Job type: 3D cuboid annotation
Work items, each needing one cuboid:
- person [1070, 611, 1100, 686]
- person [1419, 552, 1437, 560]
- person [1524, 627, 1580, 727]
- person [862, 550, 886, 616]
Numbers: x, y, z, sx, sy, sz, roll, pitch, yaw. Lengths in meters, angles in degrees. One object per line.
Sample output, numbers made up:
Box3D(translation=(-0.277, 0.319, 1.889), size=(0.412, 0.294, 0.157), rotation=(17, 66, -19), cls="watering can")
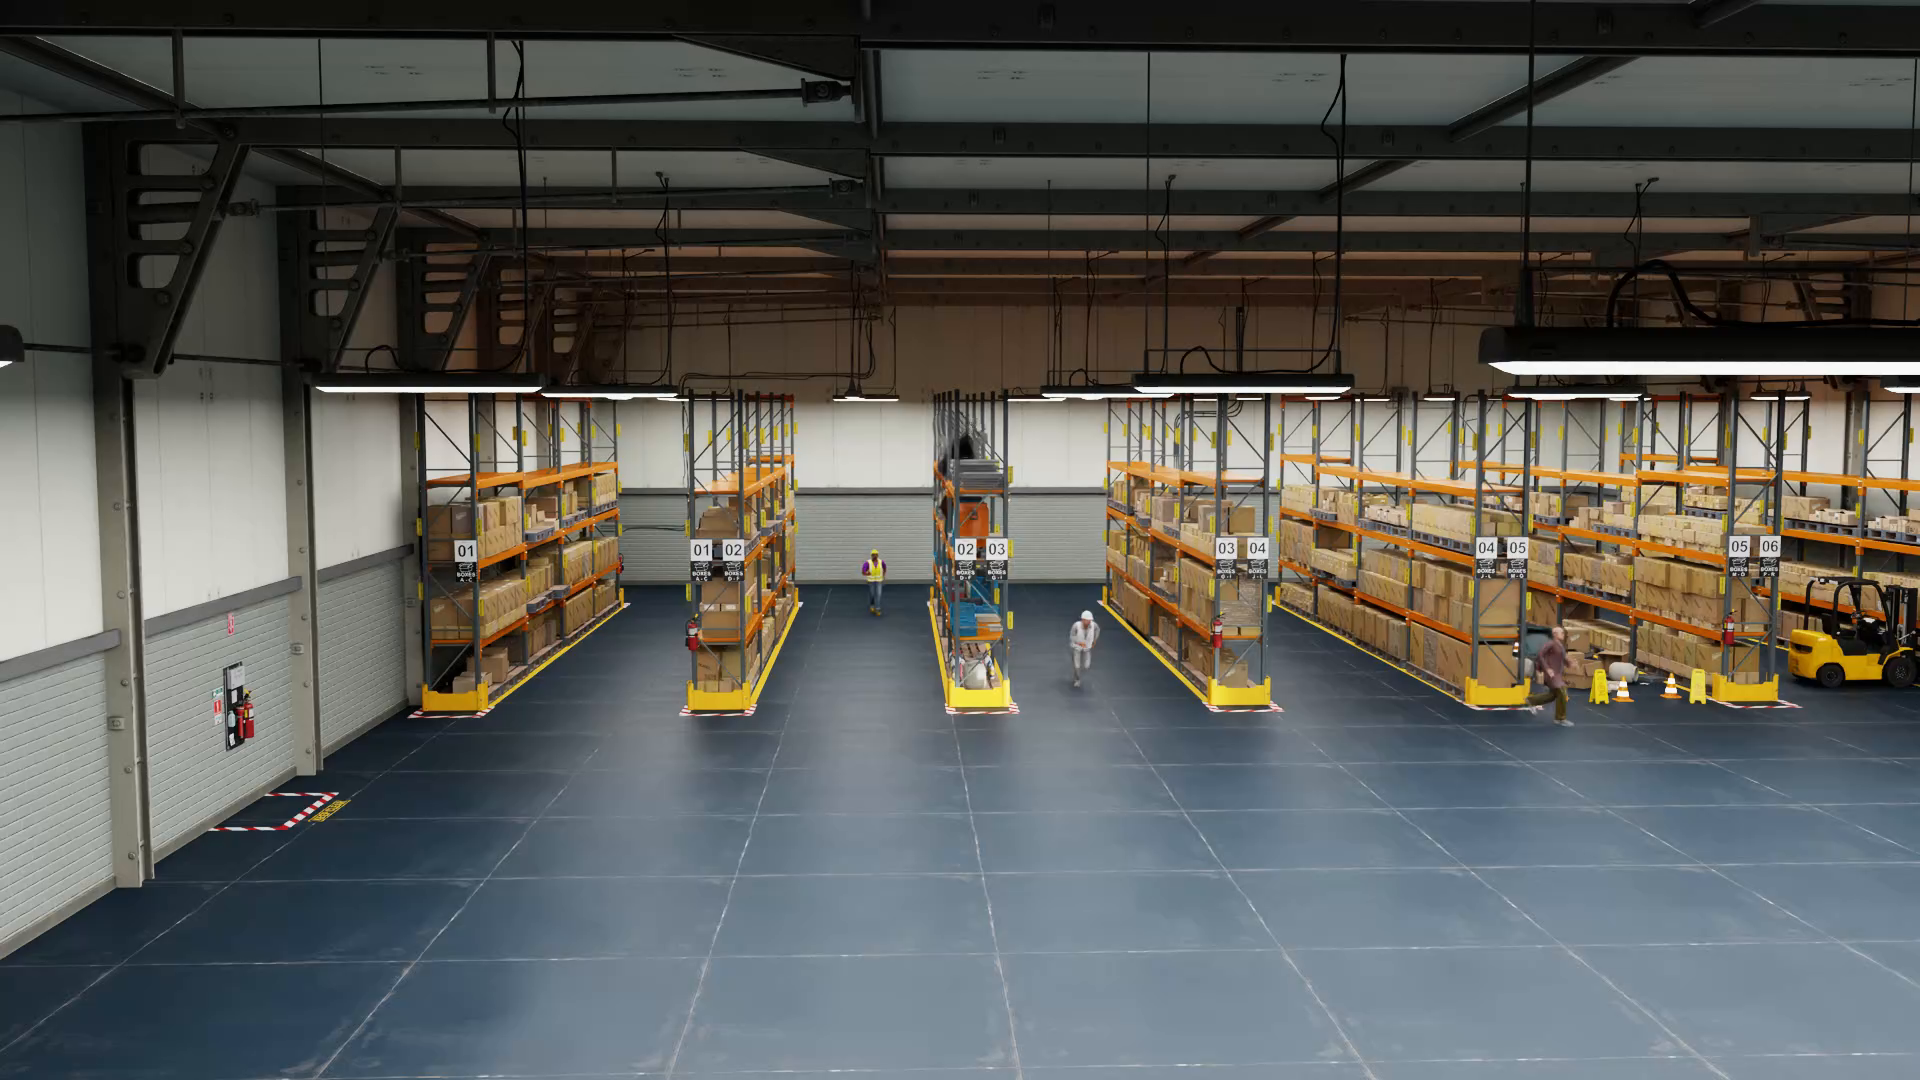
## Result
Box3D(translation=(2.525, 2.194, 33.616), size=(0.682, 1.590, 0.830), rotation=(-1, 5, -14), cls="person")
Box3D(translation=(13.899, 0.798, 49.364), size=(0.854, 1.807, 0.673), rotation=(1, 5, 15), cls="person")
Box3D(translation=(10.596, 2.401, 29.795), size=(0.885, 1.715, 0.689), rotation=(4, 6, 41), cls="person")
Box3D(translation=(-2.311, 1.137, 45.054), size=(0.701, 1.752, 0.942), rotation=(-1, 5, -10), cls="person")
